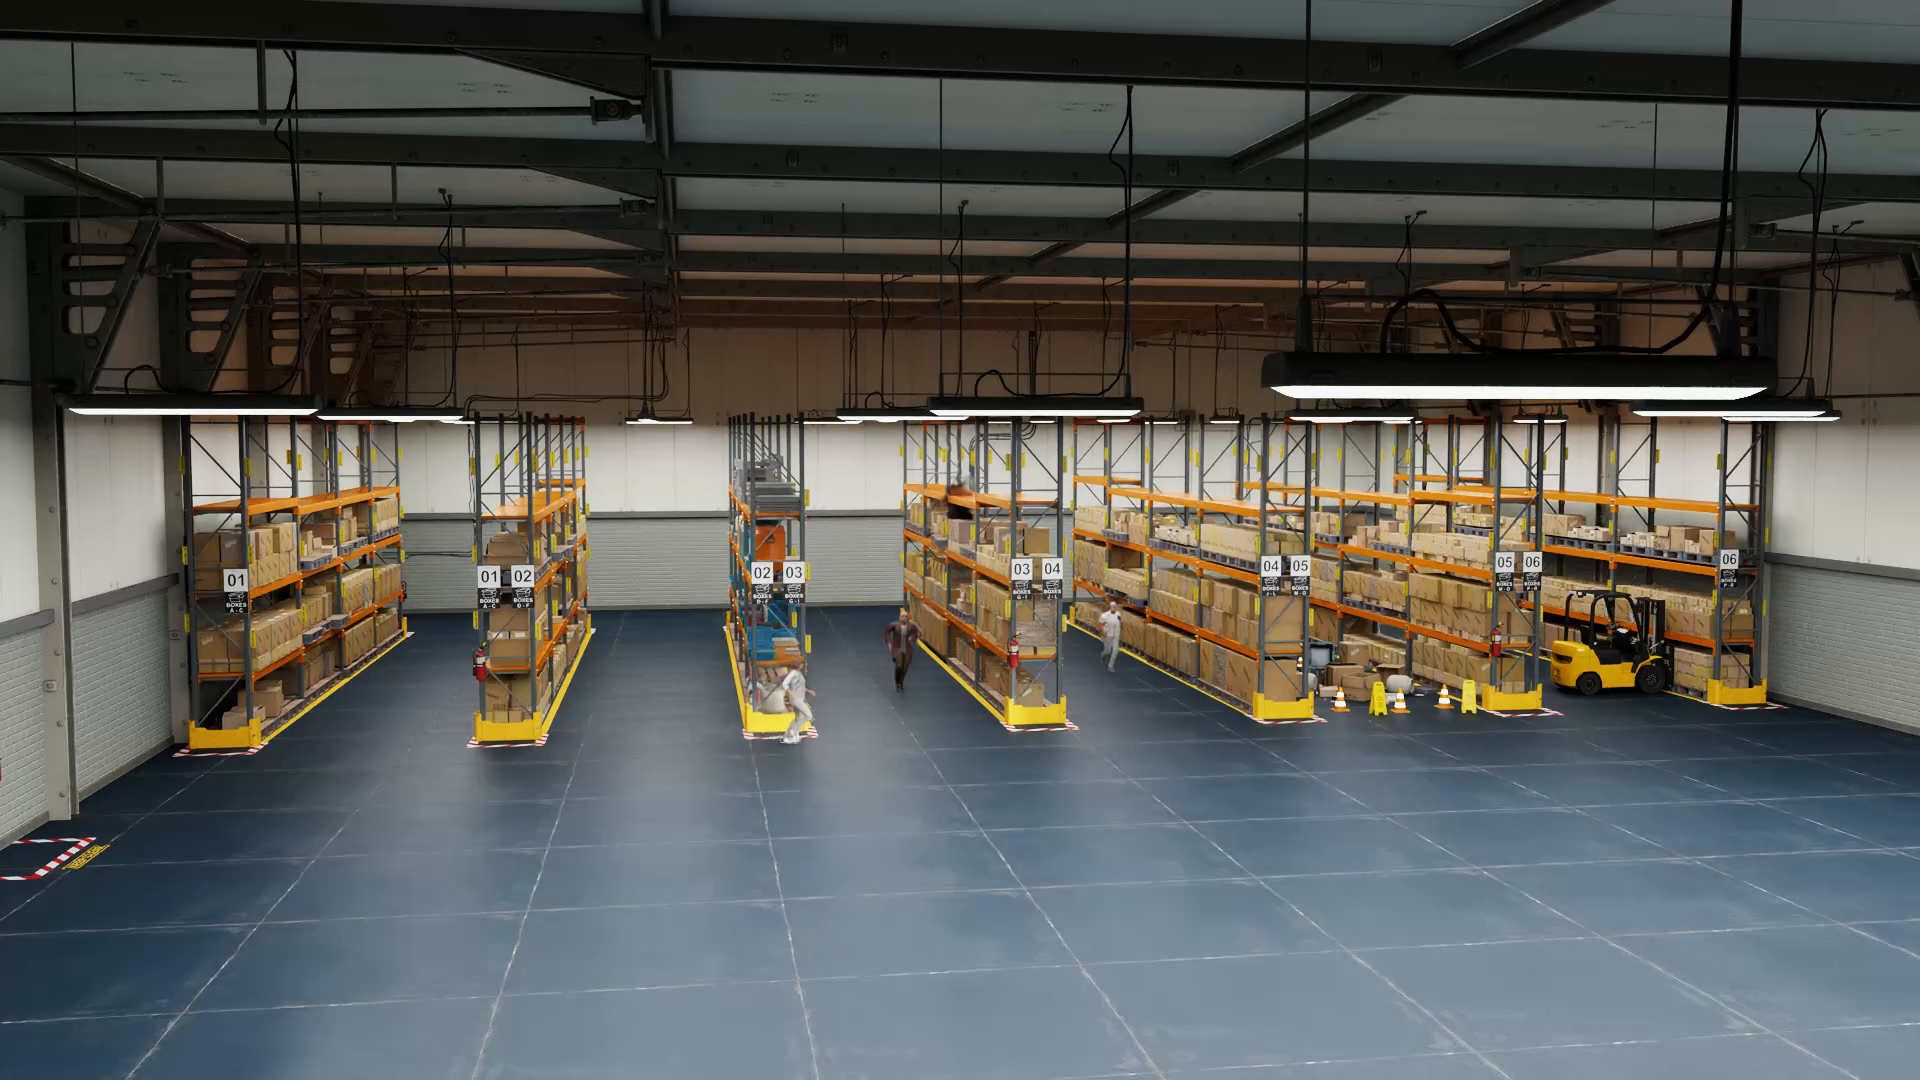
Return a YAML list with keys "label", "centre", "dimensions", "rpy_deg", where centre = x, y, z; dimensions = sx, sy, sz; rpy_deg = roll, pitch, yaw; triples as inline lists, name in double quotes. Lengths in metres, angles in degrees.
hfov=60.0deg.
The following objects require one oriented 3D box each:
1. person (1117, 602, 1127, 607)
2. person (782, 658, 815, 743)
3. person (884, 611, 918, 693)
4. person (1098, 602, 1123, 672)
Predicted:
- label: "person"
  centre: [4.760, 1.452, 49.678]
  dimensions: [0.674, 1.778, 1.008]
  rpy_deg: [-3, 5, -41]
- label: "person"
  centre: [-2.920, 2.900, 29.987]
  dimensions: [0.595, 1.563, 0.550]
  rpy_deg: [0, 4, 6]
- label: "person"
  centre: [-1.239, 2.411, 35.821]
  dimensions: [0.674, 1.763, 0.799]
  rpy_deg: [-1, 4, -14]
- label: "person"
  centre: [3.555, 2.265, 39.136]
  dimensions: [0.626, 1.638, 0.621]
  rpy_deg: [-1, 4, -16]
